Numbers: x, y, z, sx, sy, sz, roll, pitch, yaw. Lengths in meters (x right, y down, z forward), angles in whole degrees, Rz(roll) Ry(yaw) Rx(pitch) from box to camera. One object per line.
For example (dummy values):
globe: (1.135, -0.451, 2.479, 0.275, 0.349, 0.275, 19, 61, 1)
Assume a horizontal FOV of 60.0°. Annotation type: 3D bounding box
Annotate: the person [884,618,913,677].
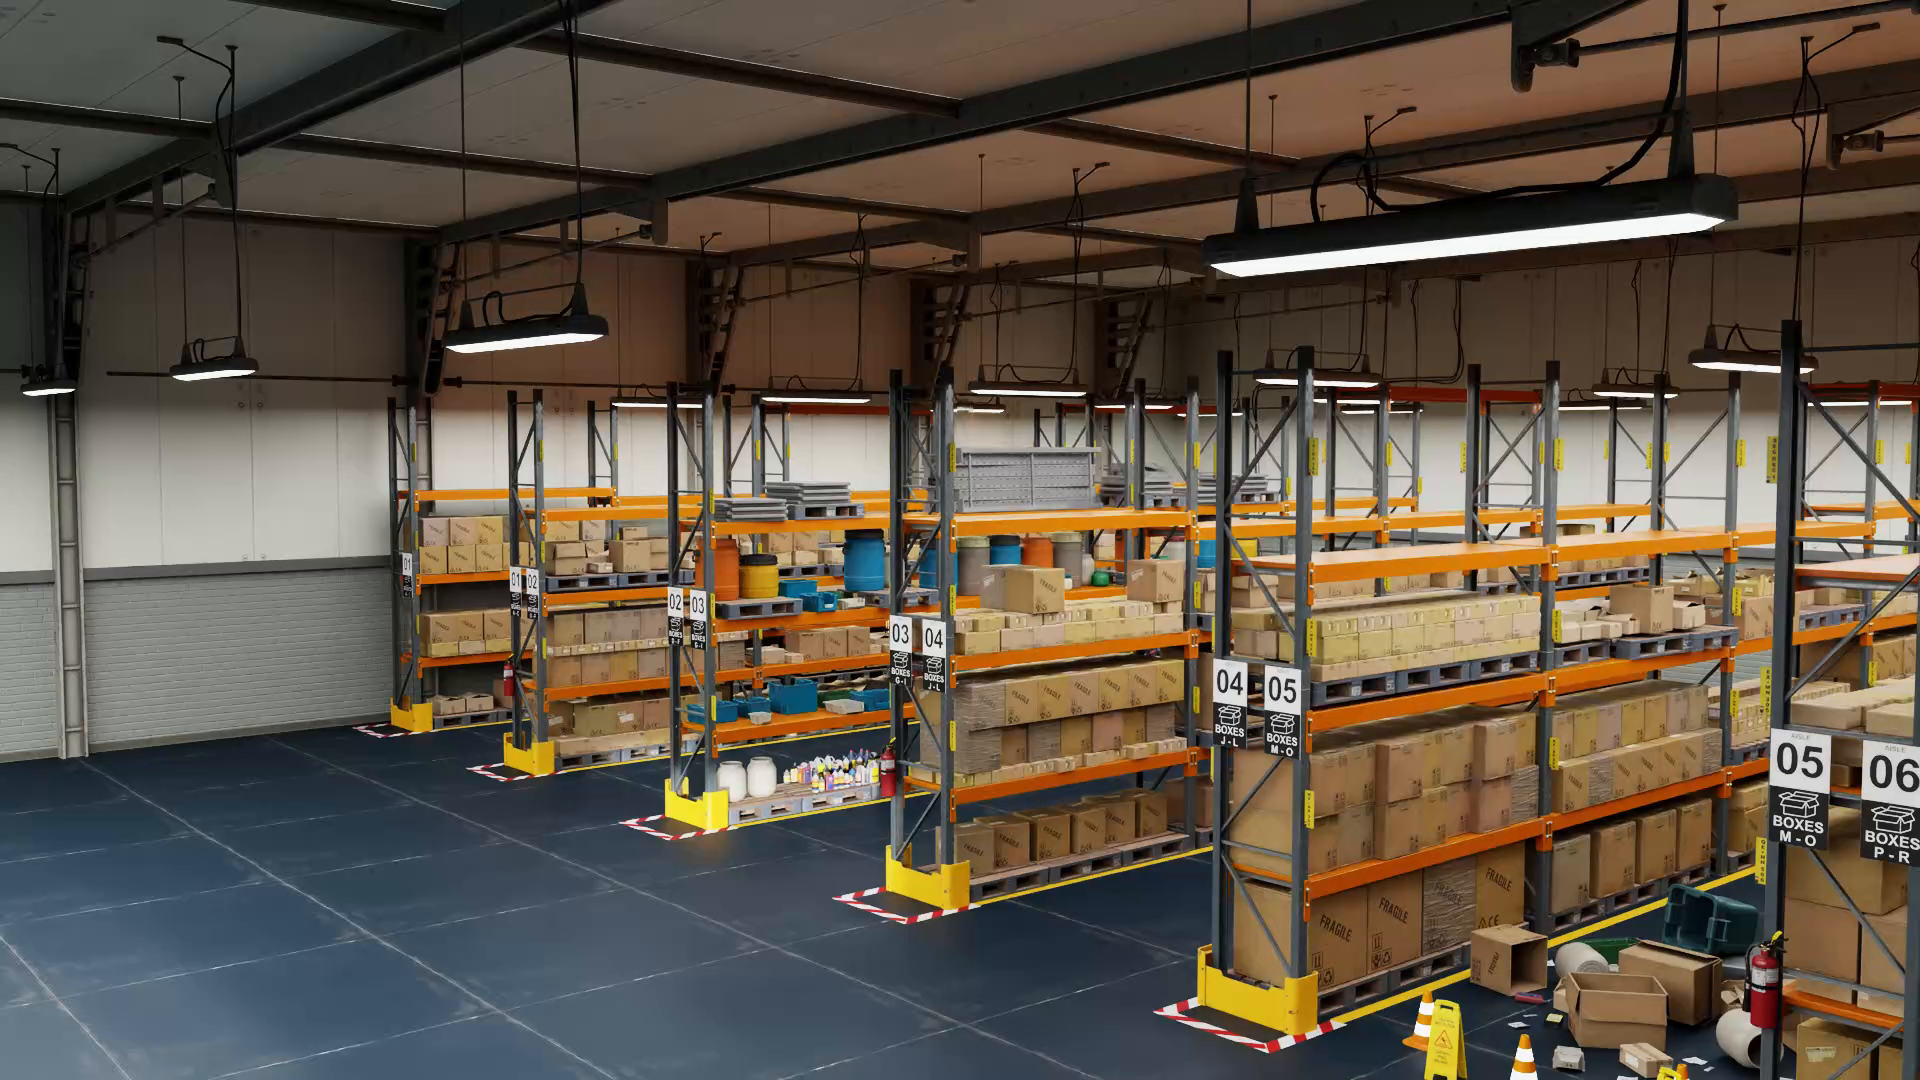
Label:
person: (-1.292, 2.036, 34.504, 0.810, 1.723, 0.610, -3, 4, -39)
